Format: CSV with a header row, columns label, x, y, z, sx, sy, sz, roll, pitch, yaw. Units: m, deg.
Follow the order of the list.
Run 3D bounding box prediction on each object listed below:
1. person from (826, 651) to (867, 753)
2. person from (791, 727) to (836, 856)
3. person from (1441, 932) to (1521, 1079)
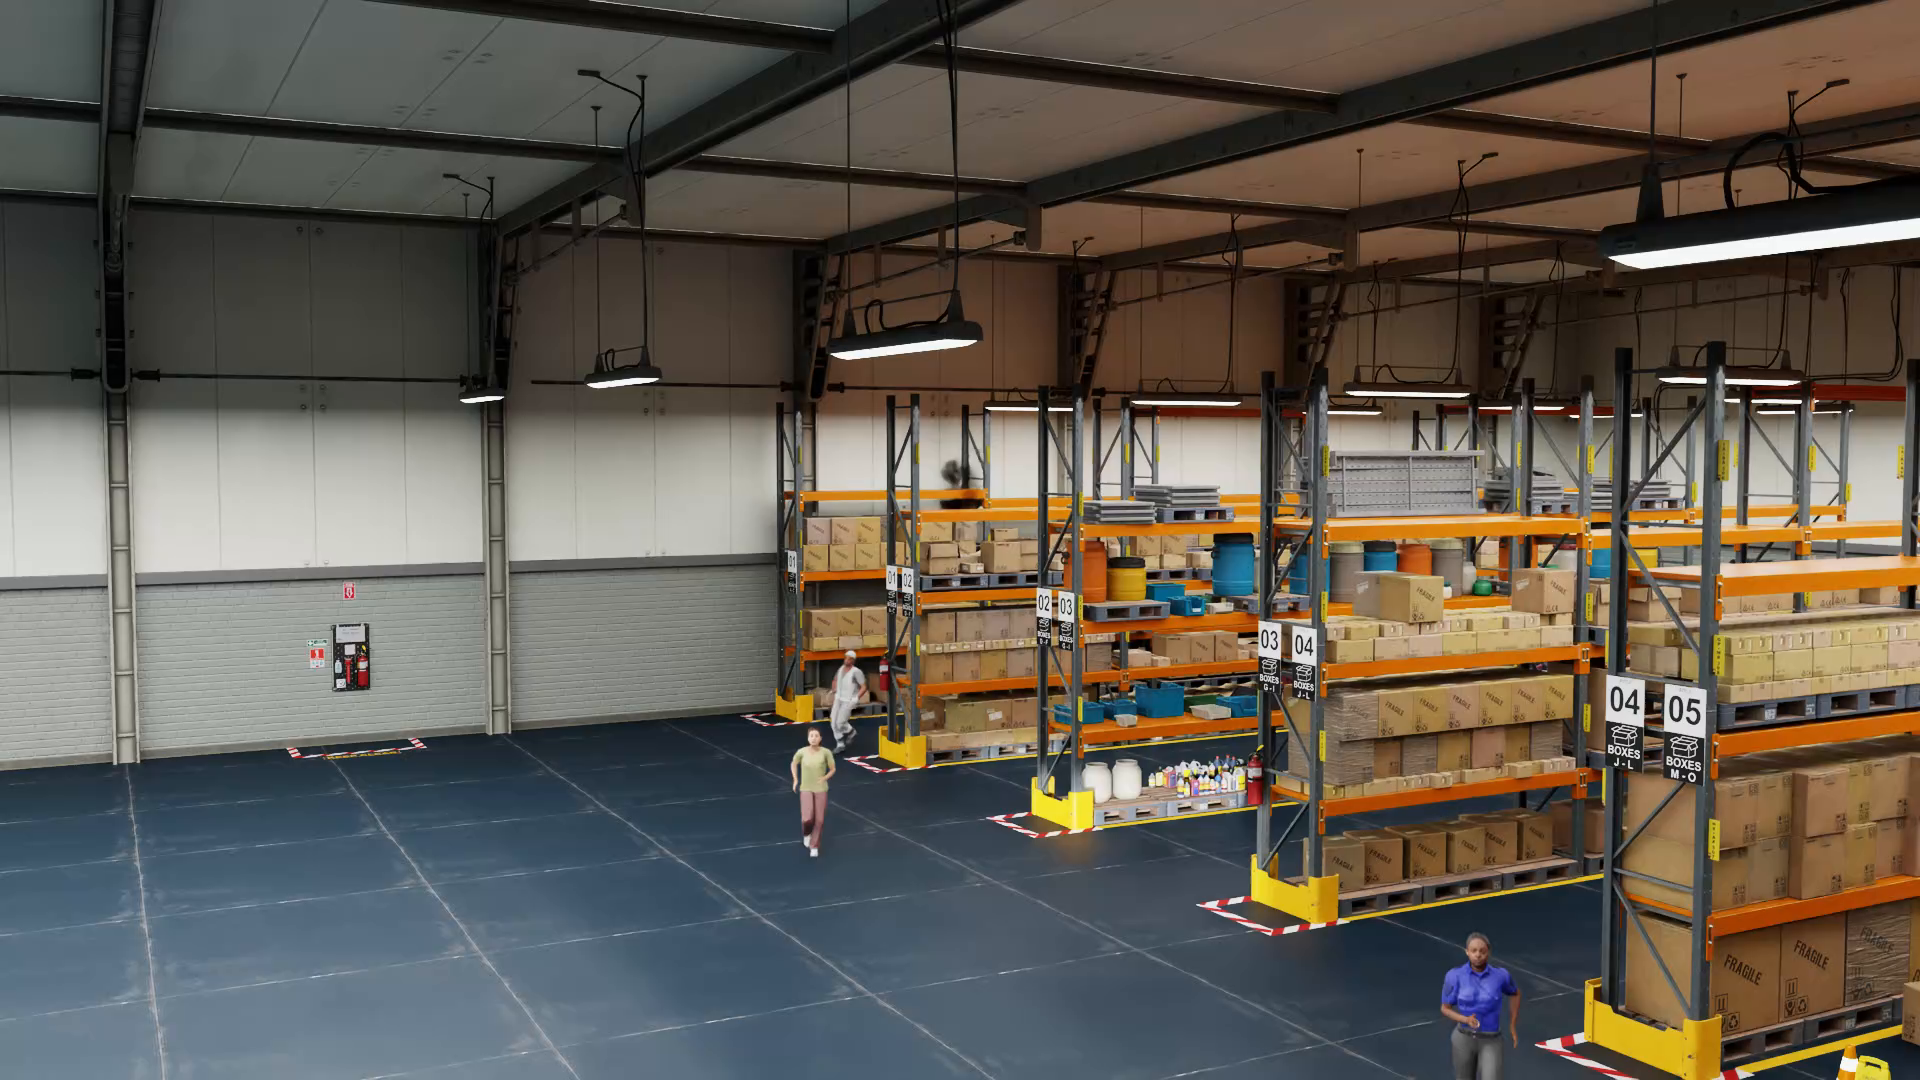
label,x,y,z,sx,sy,sz,roll,pitch,yaw
person,-1.896,2.719,28.010,0.722,1.737,0.557,2,4,37
person,-1.841,3.176,20.909,0.573,1.612,0.537,0,3,-5
person,3.732,3.667,11.943,0.541,1.701,0.726,1,3,20
